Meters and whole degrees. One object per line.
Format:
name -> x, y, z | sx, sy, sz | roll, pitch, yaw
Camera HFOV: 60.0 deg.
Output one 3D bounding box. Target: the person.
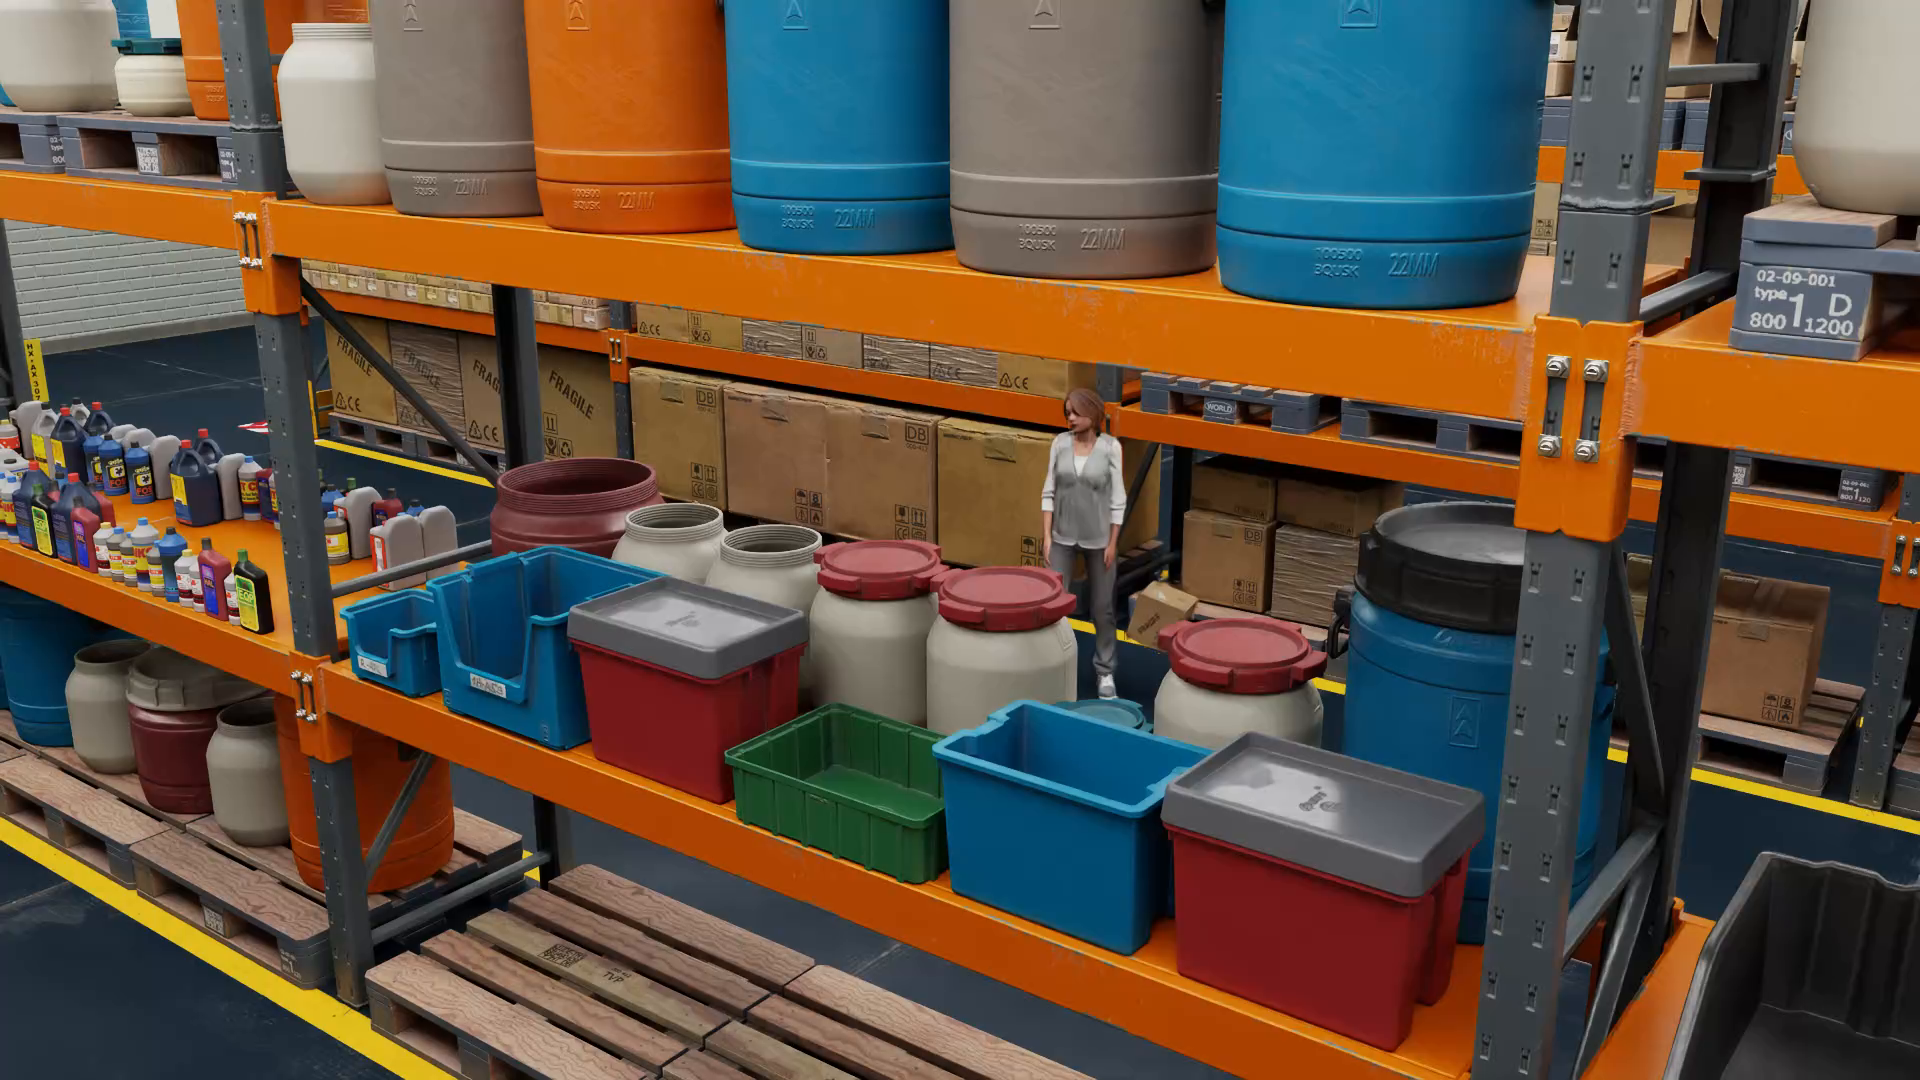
person -> 0.614, 0.040, 8.407 | 0.430, 1.602, 0.434 | 4, 17, 14
